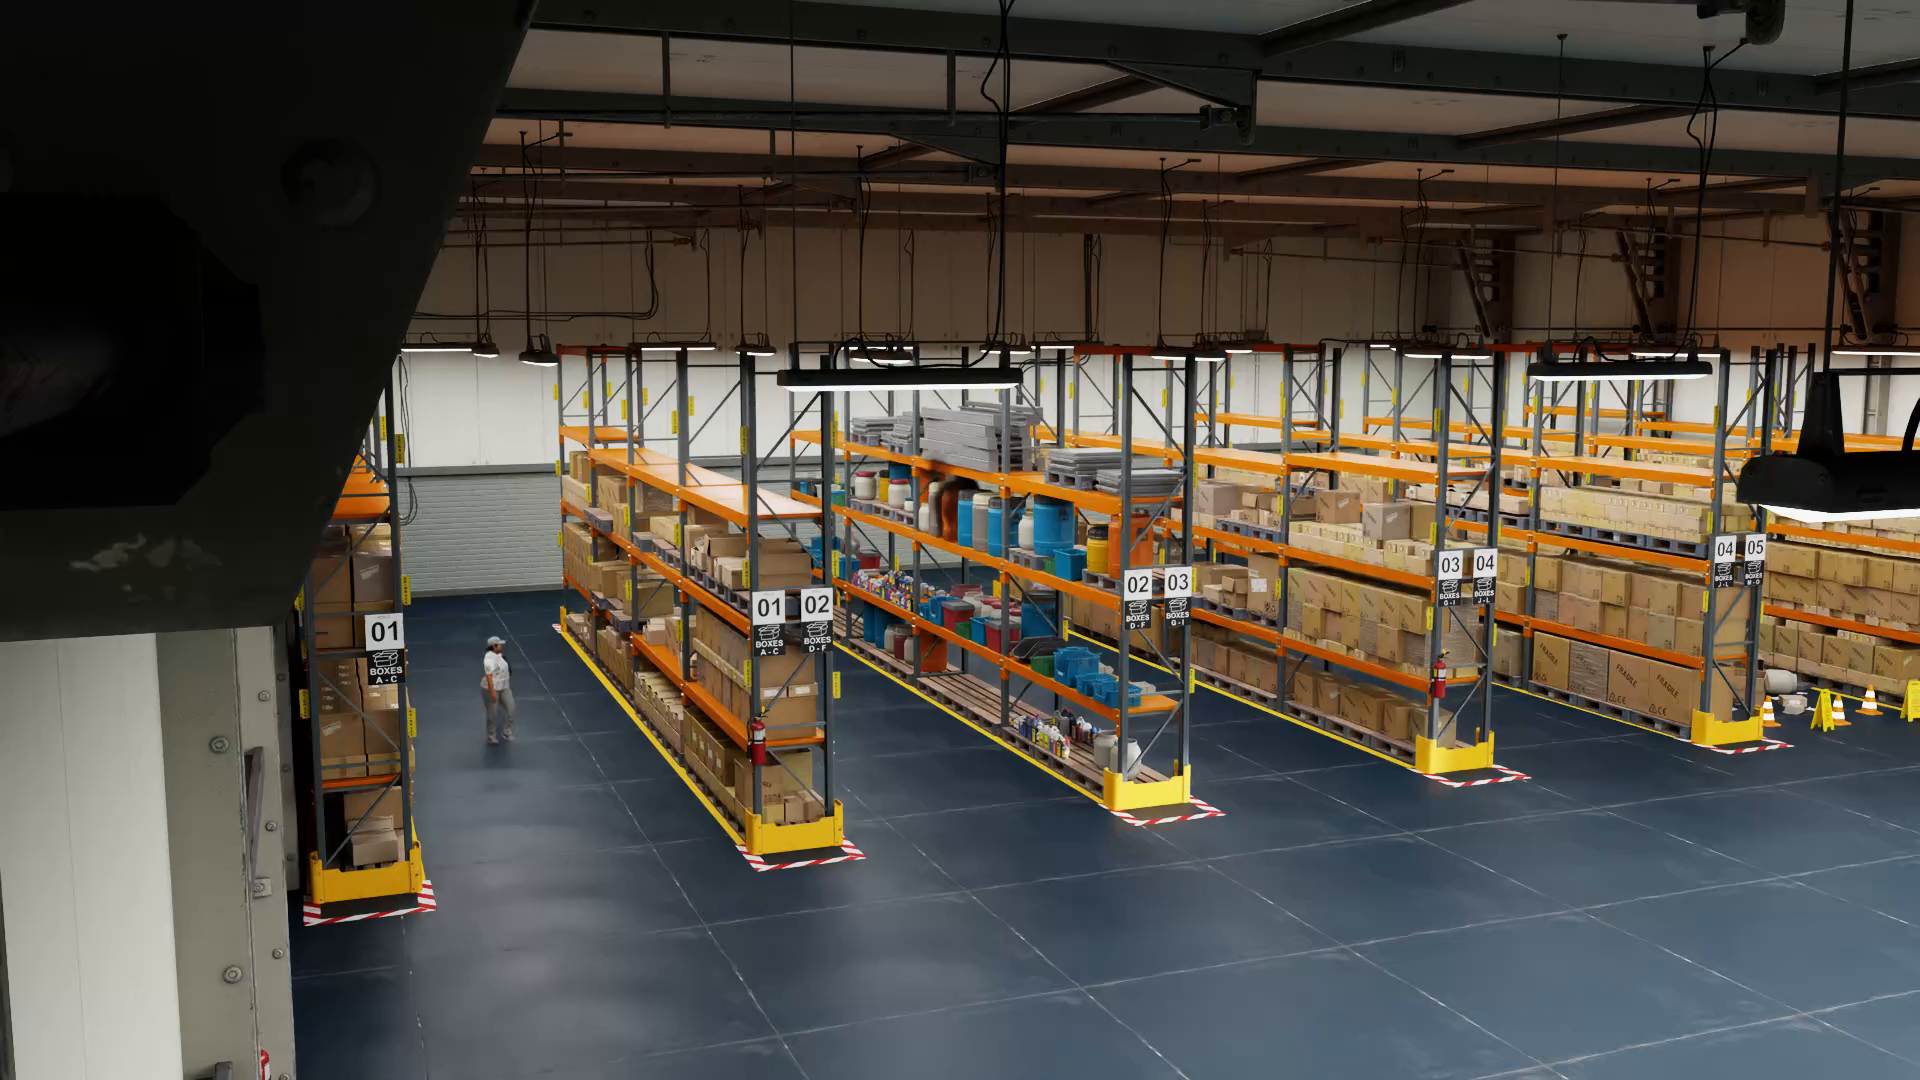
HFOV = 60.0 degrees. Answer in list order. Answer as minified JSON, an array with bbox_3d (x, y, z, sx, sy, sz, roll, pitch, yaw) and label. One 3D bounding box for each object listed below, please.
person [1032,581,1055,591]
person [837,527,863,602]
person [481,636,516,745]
[{"bbox_3d":[1.699,1.274,33.617,0.546,1.603,0.928,-2,7,-14],"label":"person"},{"bbox_3d":[-2.469,0.597,38.423,0.673,1.662,1.134,-6,9,-37],"label":"person"},{"bbox_3d":[-7.094,2.315,25.475,0.467,1.708,0.525,5,9,32],"label":"person"}]
